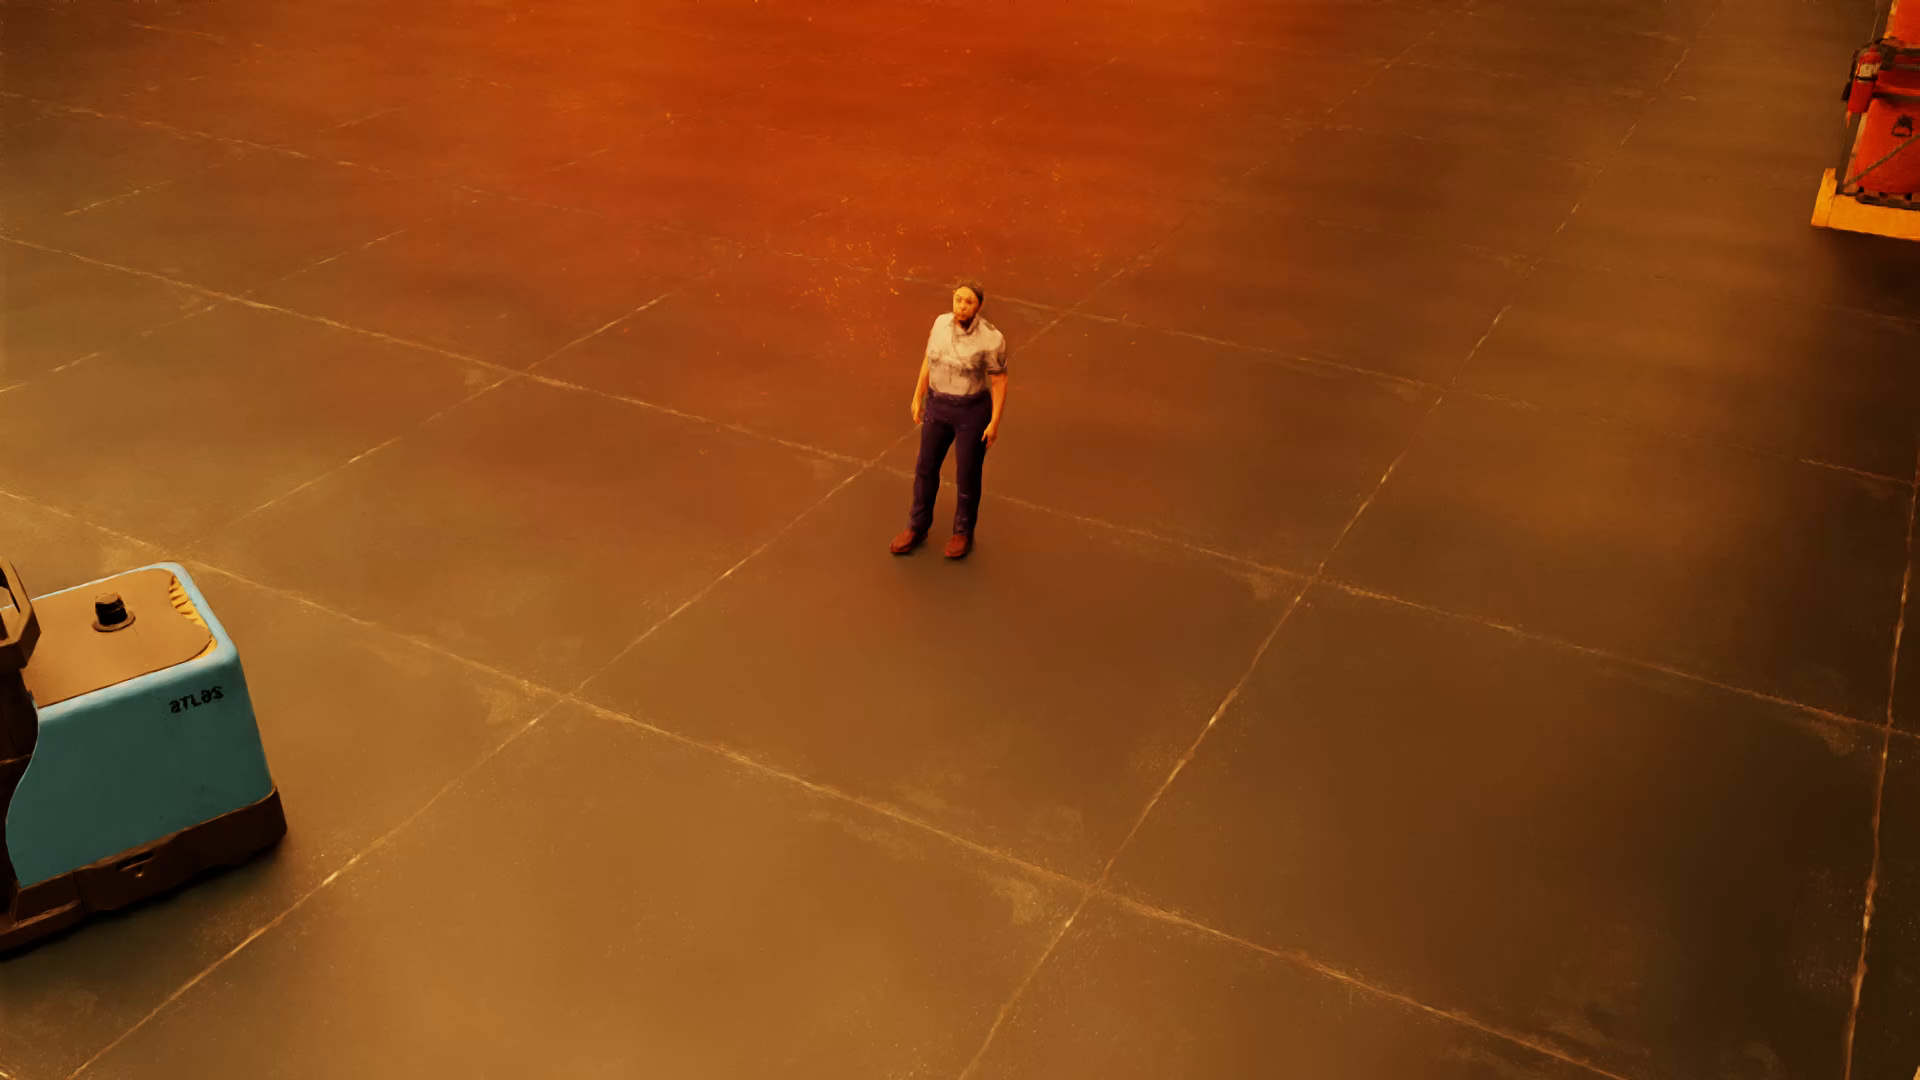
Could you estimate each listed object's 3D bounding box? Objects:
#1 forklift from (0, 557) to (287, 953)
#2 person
[{"bbox_3d":[-4.554,0.370,6.430,3.031,2.935,1.130,-20,36,-31],"label":"forklift"},{"bbox_3d":[-0.063,-0.681,9.531,0.599,1.640,0.502,15,33,25],"label":"person"}]
